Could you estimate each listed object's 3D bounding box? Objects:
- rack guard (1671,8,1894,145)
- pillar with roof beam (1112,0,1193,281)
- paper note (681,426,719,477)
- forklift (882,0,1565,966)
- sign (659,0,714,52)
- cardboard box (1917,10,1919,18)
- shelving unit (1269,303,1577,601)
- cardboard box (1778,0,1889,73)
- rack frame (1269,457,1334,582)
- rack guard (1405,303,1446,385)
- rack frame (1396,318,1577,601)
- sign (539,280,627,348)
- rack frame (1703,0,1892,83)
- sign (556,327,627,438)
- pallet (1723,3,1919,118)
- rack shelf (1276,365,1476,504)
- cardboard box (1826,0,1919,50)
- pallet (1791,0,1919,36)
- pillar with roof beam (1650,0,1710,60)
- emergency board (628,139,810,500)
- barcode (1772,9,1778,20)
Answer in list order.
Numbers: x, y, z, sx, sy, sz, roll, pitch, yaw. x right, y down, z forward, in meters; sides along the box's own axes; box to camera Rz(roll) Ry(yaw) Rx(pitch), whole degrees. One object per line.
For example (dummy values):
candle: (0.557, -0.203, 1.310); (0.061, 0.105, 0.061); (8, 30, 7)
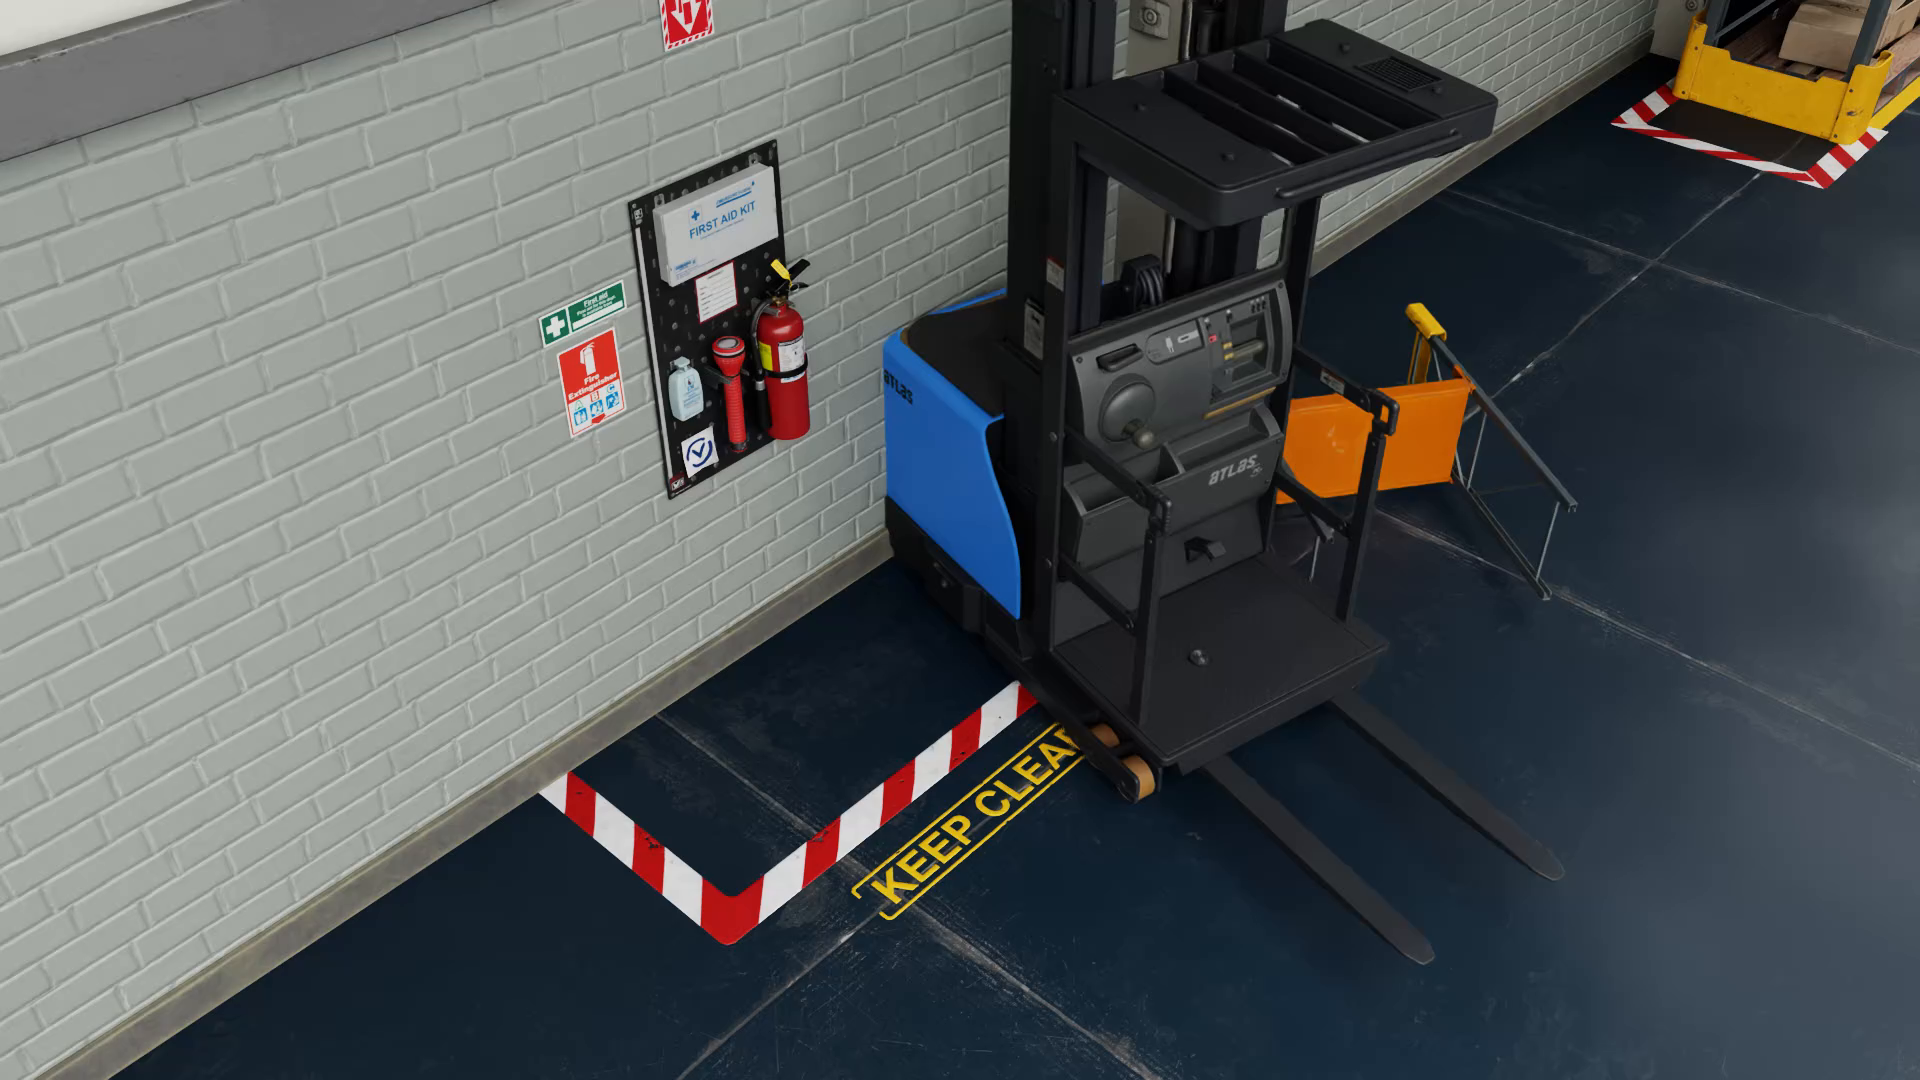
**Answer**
rack guard: (5.203, -2.960, 10.571); (1.175, 0.500, 0.348); (30, 47, 32)
pillar with roof beam: (4.115, -2.372, 3.003); (9.100, 9.000, 0.400); (30, 47, 32)
paper note: (-0.928, -0.316, 5.945); (0.016, 0.148, 0.142); (30, 47, 32)
forklift: (0.893, -0.539, 5.573); (1.130, 2.935, 3.031); (-22, 44, -26)
sign: (-0.837, -1.658, 5.063); (0.001, 0.298, 0.199); (30, 47, 32)
cardboard box: (6.601, -3.955, 11.469); (0.700, 0.500, 0.500); (27, 46, 29)
shelving unit: (1.767, -0.338, 7.183); (1.083, 0.587, 1.500); (-8, 39, -9)
cardboard box: (5.685, -3.304, 10.801); (0.500, 0.311, 0.500); (24, 44, 27)
rack frame: (1.261, -0.270, 7.098); (0.032, 0.500, 1.500); (-8, 39, -9)
rack guard: (2.122, -0.784, 7.743); (0.087, 0.587, 0.250); (-8, 39, -9)
rack frame: (2.255, -0.404, 7.265); (0.032, 0.500, 1.500); (-8, 39, -9)
sign: (-1.197, -0.722, 5.293); (0.001, 0.109, 0.331); (30, 47, 32)
rack frame: (5.152, -3.904, 9.749); (1.000, 3.000, 0.127); (30, 47, 32)
sign: (-1.207, -0.516, 5.460); (0.001, 0.329, 0.234); (30, 47, 32)
pallet: (5.777, -3.205, 11.112); (1.003, 0.211, 1.213); (30, 47, 32)
rack shelf: (1.720, -0.446, 7.319); (1.000, 0.538, 0.185); (-8, 39, -9)
cardboard box: (6.070, -3.565, 11.131); (0.500, 0.311, 0.500); (-30, 47, -32)
pallet: (6.600, -3.763, 11.813); (1.003, 0.211, 1.213); (30, 47, 32)
pillar with roof beam: (8.163, -5.129, 6.470); (9.100, 9.000, 0.400); (30, 47, 32)
emergency board: (-0.758, -0.713, 5.736); (0.194, 1.169, 0.643); (30, 47, 32)
barcode: (5.402, -3.483, 11.020); (0.001, 0.075, 0.075); (30, 47, 32)
